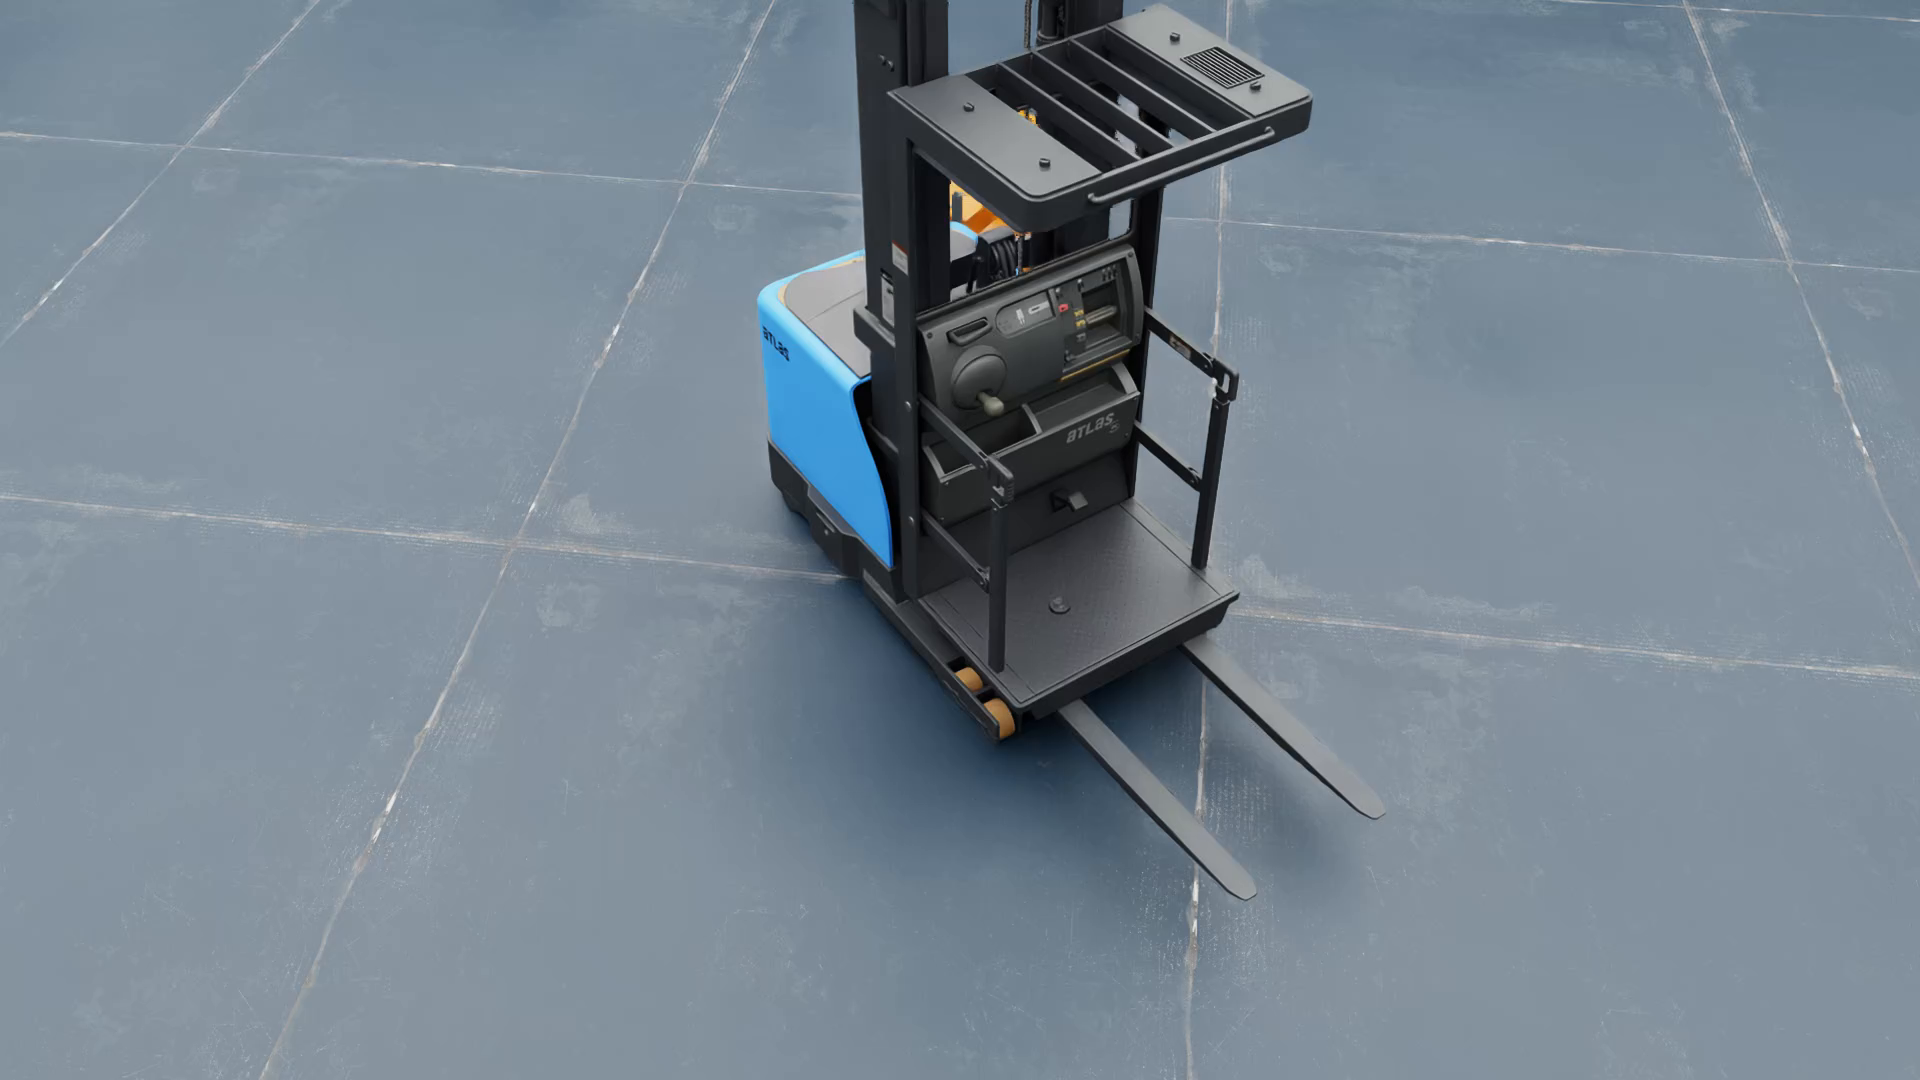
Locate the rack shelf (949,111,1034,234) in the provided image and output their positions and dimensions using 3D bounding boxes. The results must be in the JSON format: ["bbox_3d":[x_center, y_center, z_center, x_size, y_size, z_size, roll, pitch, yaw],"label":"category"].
[{"bbox_3d":[0.082,-1.690,7.813,0.538,0.278,1.000,25,49,24],"label":"rack shelf"}]

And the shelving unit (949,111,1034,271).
[{"bbox_3d":[0.082,-1.477,8.014,0.538,1.125,1.048,25,49,24],"label":"shelving unit"}]

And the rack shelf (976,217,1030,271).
[{"bbox_3d":[0.082,-1.300,8.183,0.538,0.278,1.000,25,49,24],"label":"rack shelf"}]

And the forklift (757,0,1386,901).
[{"bbox_3d":[0.395,-0.665,5.842,1.130,2.935,3.031,-25,49,-24],"label":"forklift"}]

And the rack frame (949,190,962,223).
[{"bbox_3d":[-0.206,-1.189,7.710,0.500,1.125,0.032,25,49,24],"label":"rack frame"}]
